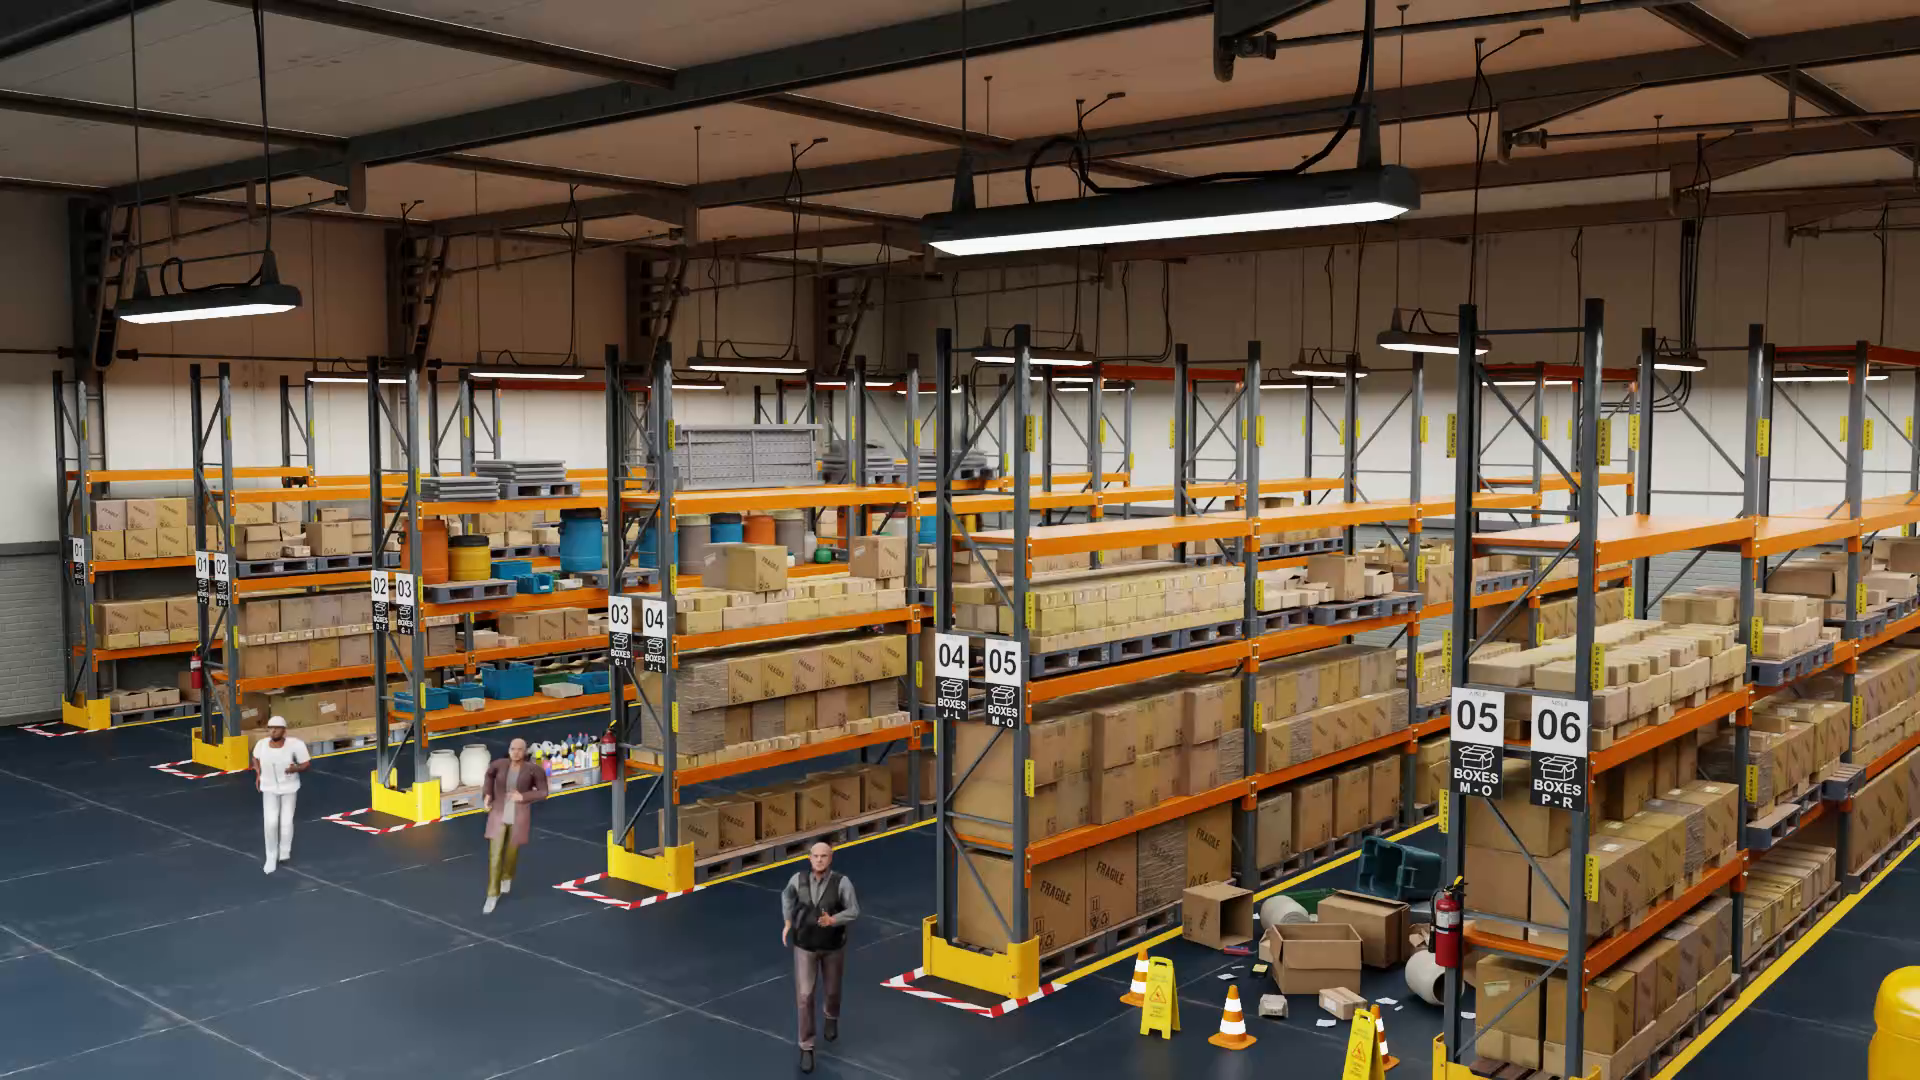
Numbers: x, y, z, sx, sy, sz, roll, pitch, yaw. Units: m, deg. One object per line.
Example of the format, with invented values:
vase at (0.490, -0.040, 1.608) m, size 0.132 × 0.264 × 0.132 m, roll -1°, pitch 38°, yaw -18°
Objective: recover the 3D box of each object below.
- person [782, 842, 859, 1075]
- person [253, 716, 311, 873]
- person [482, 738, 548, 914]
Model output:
person at (-1.135, 3.307, 13.459) m, size 0.647 × 1.733 × 0.904 m, roll 0°, pitch 4°, yaw -1°
person at (-7.817, 2.921, 19.152) m, size 0.661 × 1.822 × 0.747 m, roll -1°, pitch 4°, yaw -15°
person at (-4.758, 3.015, 17.834) m, size 0.709 × 1.823 × 0.933 m, roll 0°, pitch 4°, yaw -6°
